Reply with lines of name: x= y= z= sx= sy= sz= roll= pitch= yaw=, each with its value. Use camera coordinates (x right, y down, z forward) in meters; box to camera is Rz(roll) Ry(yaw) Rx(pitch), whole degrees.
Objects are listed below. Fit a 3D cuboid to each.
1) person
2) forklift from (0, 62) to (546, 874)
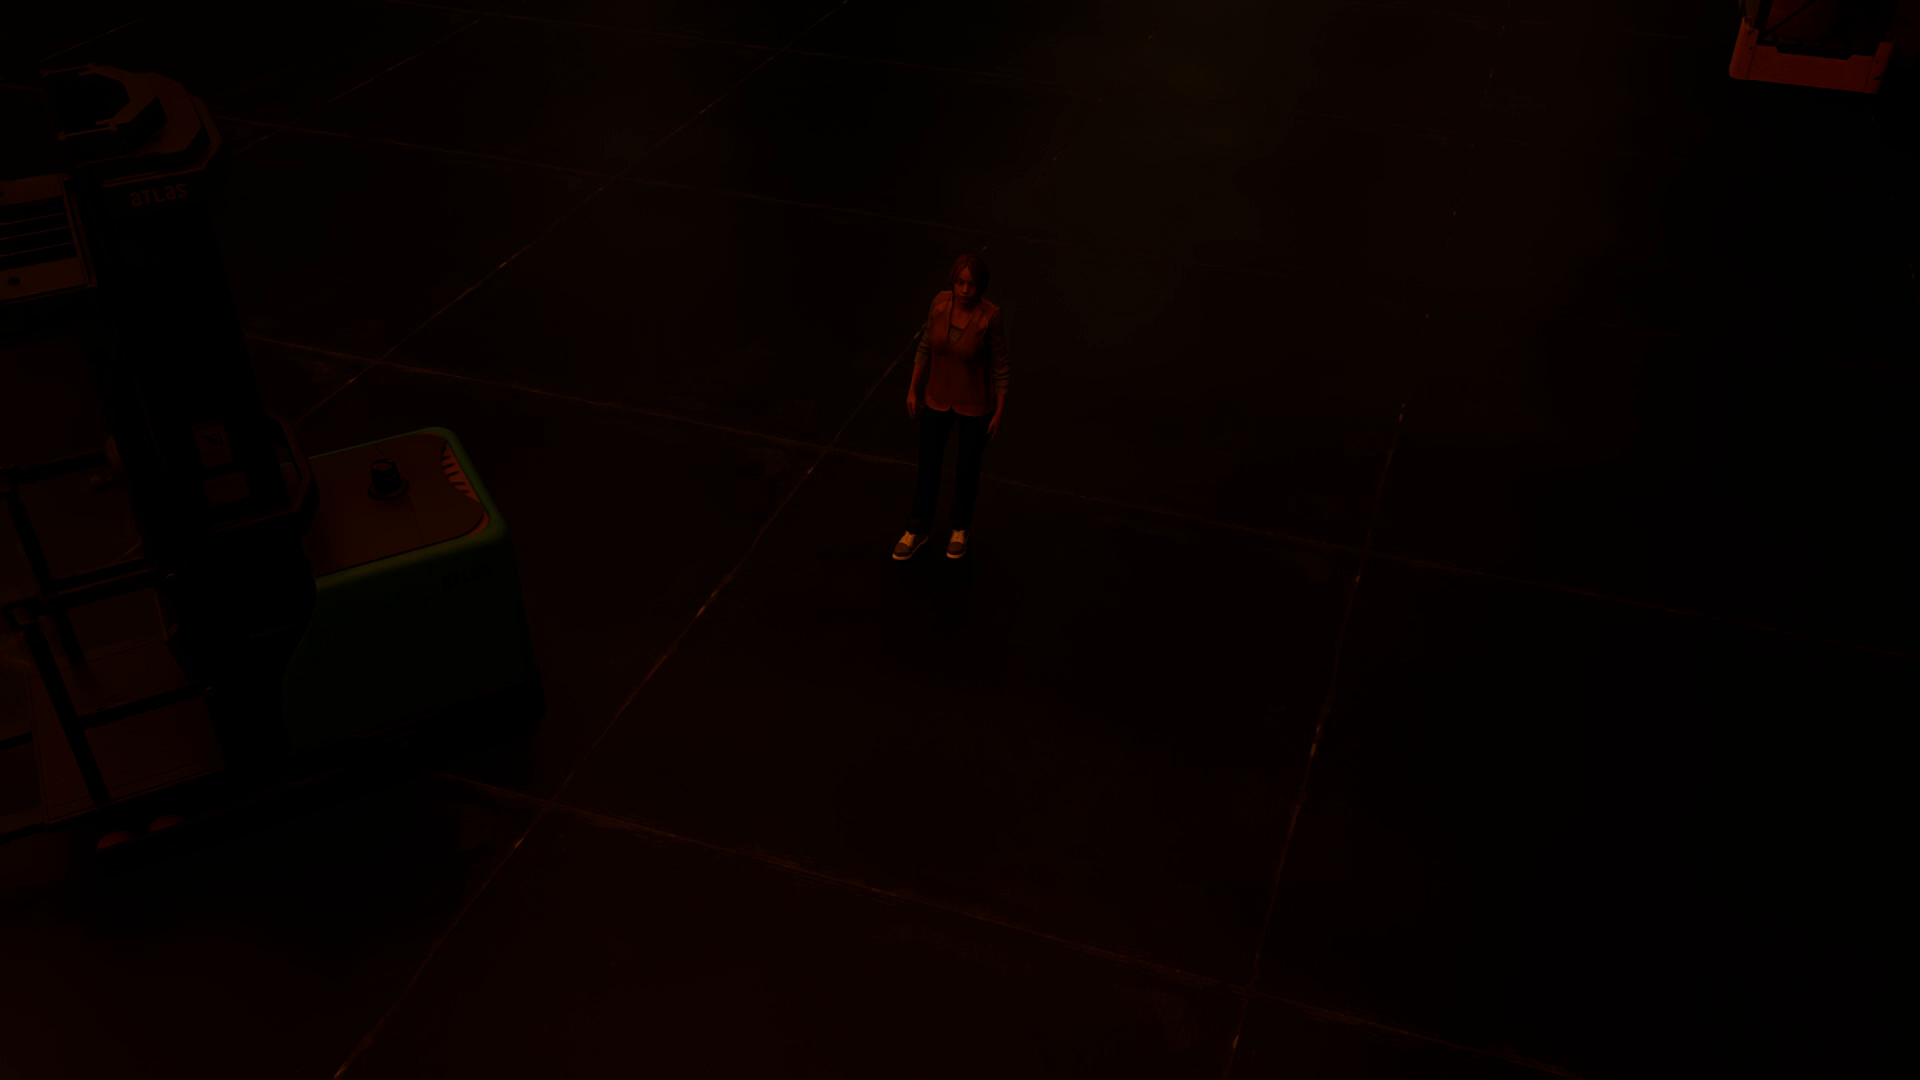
person: x=-0.038 y=-0.620 z=8.126 sx=0.520 sy=1.597 sz=0.476 roll=12 pitch=37 yaw=16
forklift: x=-3.399 y=-0.201 z=6.394 sx=3.031 sy=2.935 sz=1.130 roll=-18 pitch=39 yaw=-23
